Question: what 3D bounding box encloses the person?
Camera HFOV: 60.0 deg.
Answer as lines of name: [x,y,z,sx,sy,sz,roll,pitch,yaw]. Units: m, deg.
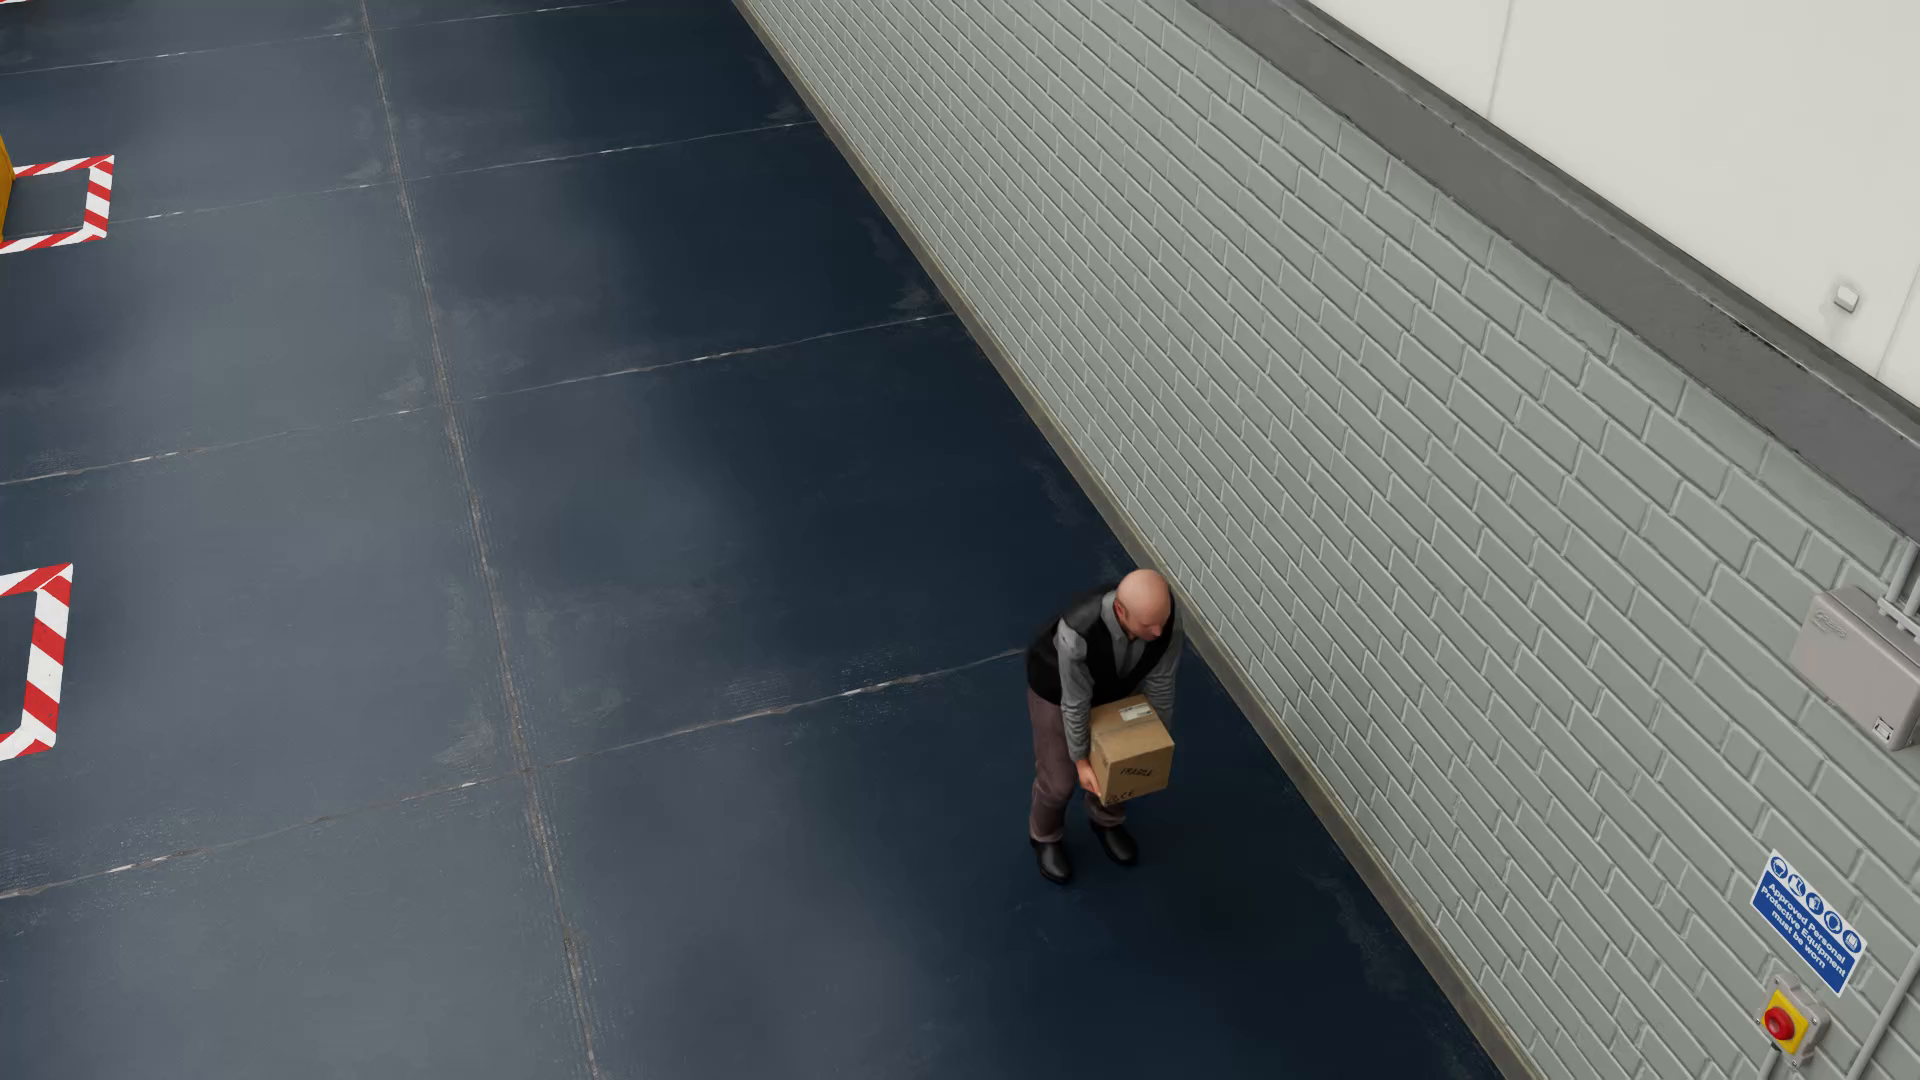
person: [0.523,0.633,6.071,0.473,1.616,0.644,-13,39,-17]
